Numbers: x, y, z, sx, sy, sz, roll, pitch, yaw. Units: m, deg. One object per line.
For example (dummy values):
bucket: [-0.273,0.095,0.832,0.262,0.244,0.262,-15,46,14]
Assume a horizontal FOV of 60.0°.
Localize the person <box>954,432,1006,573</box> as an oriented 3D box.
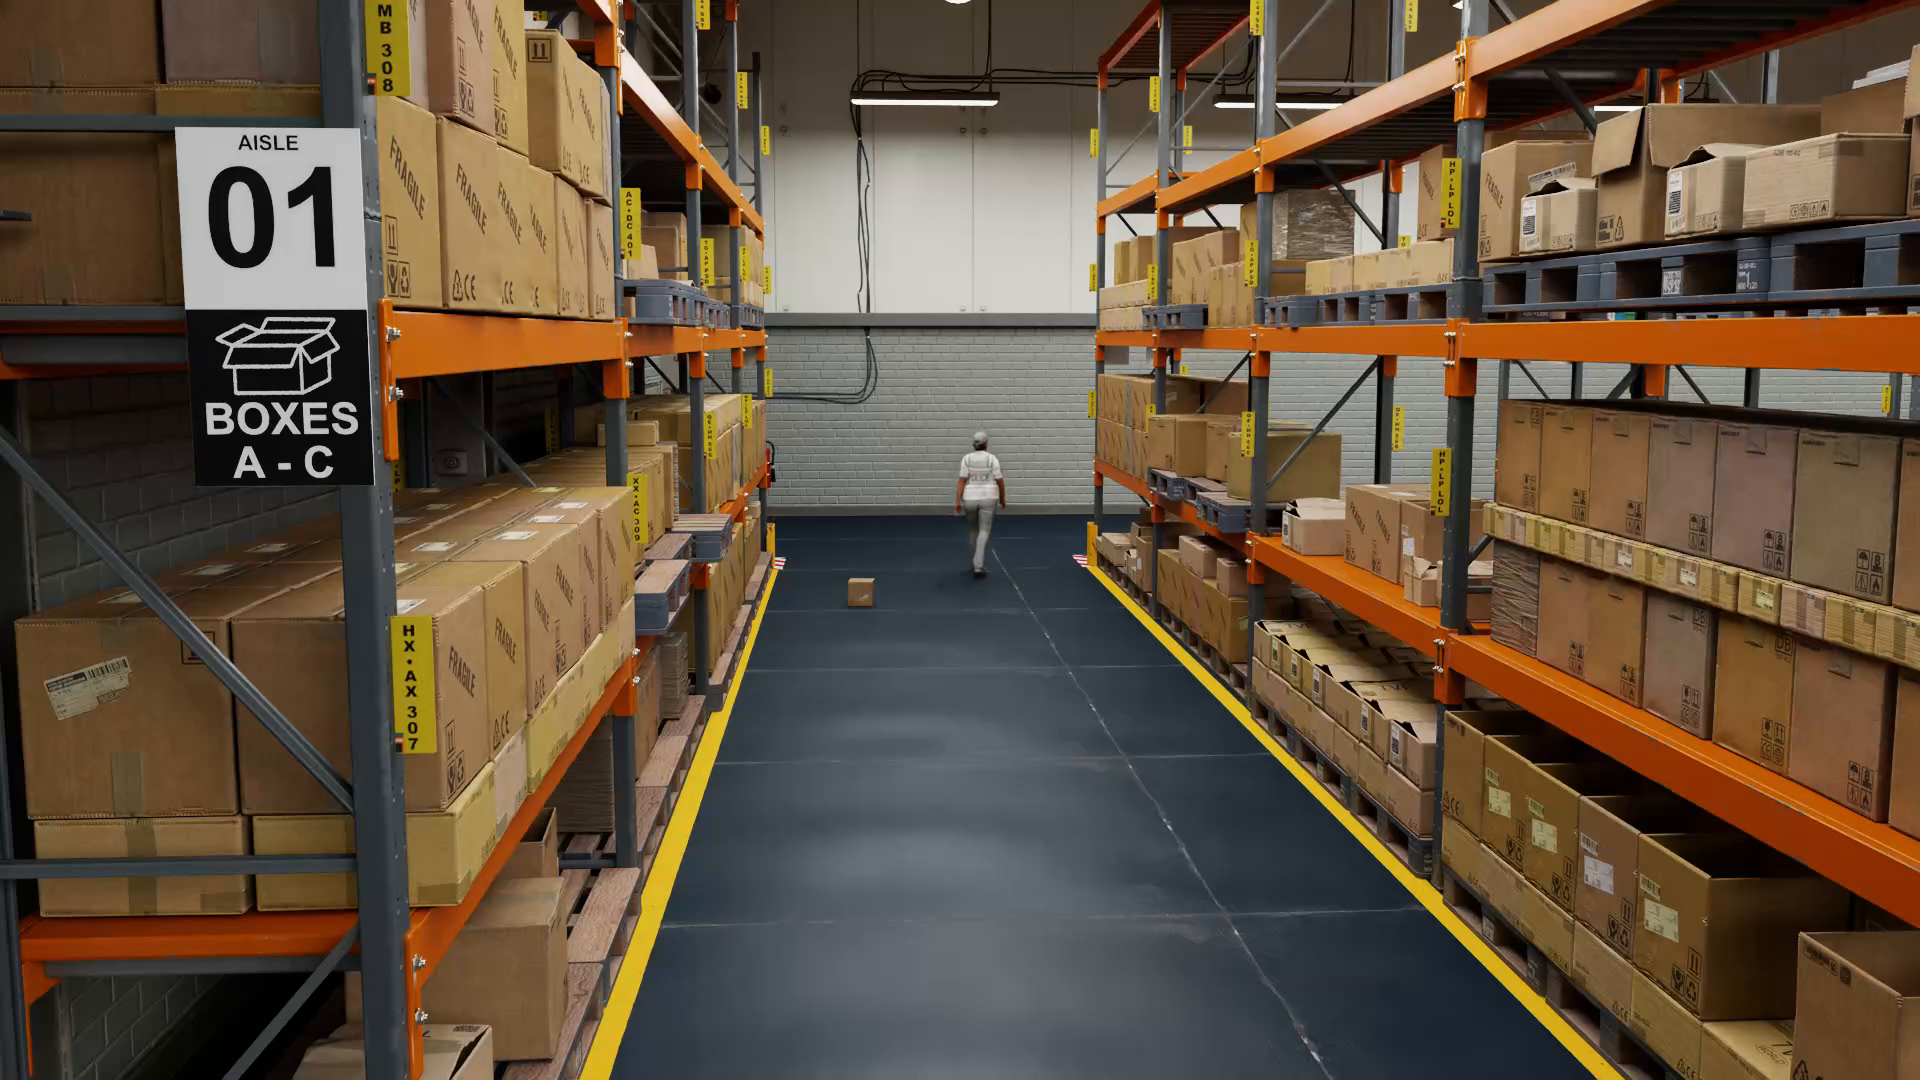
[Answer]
person: [0.259,-0.444,19.343,0.529,1.633,0.934,2,7,18]
